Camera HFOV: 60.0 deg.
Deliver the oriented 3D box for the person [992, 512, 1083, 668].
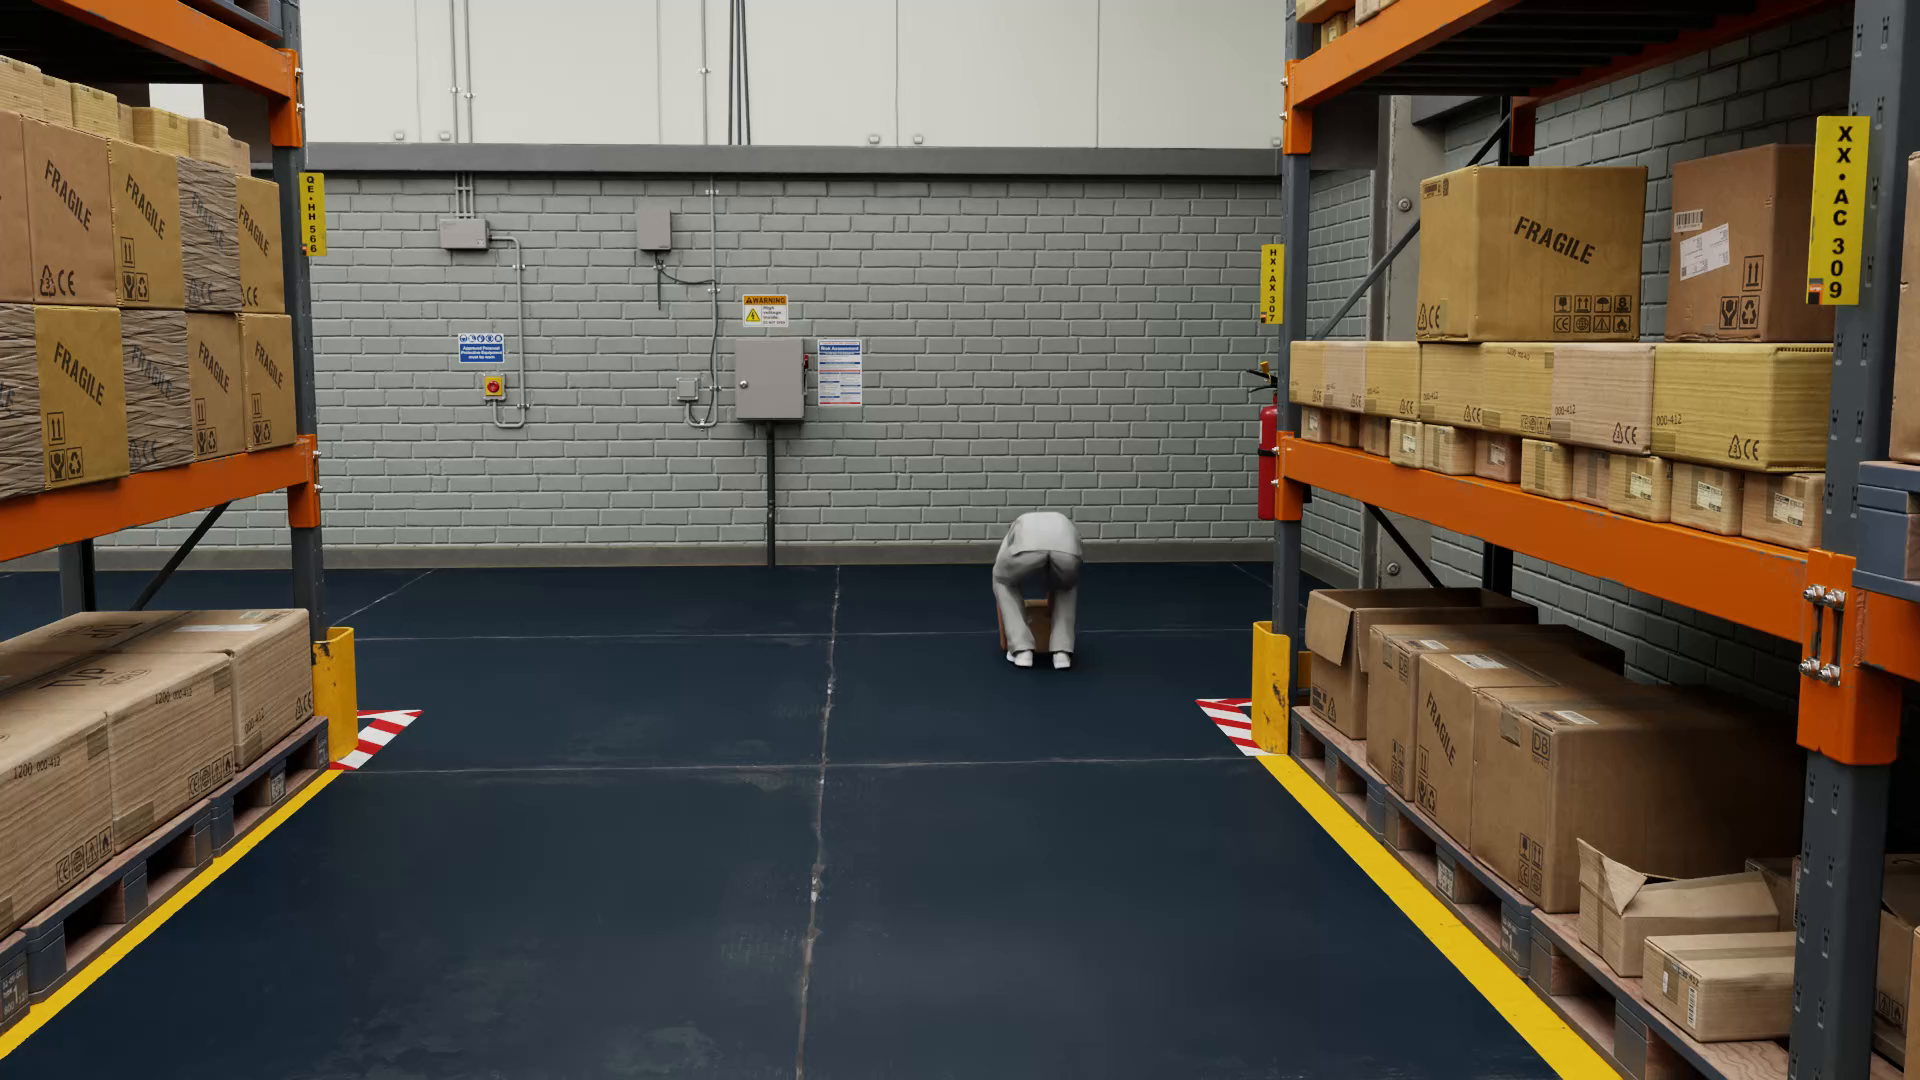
[{"bbox_3d":[0.407,0.246,8.858,0.463,0.828,0.859,-1,7,-6],"label":"person"}]
